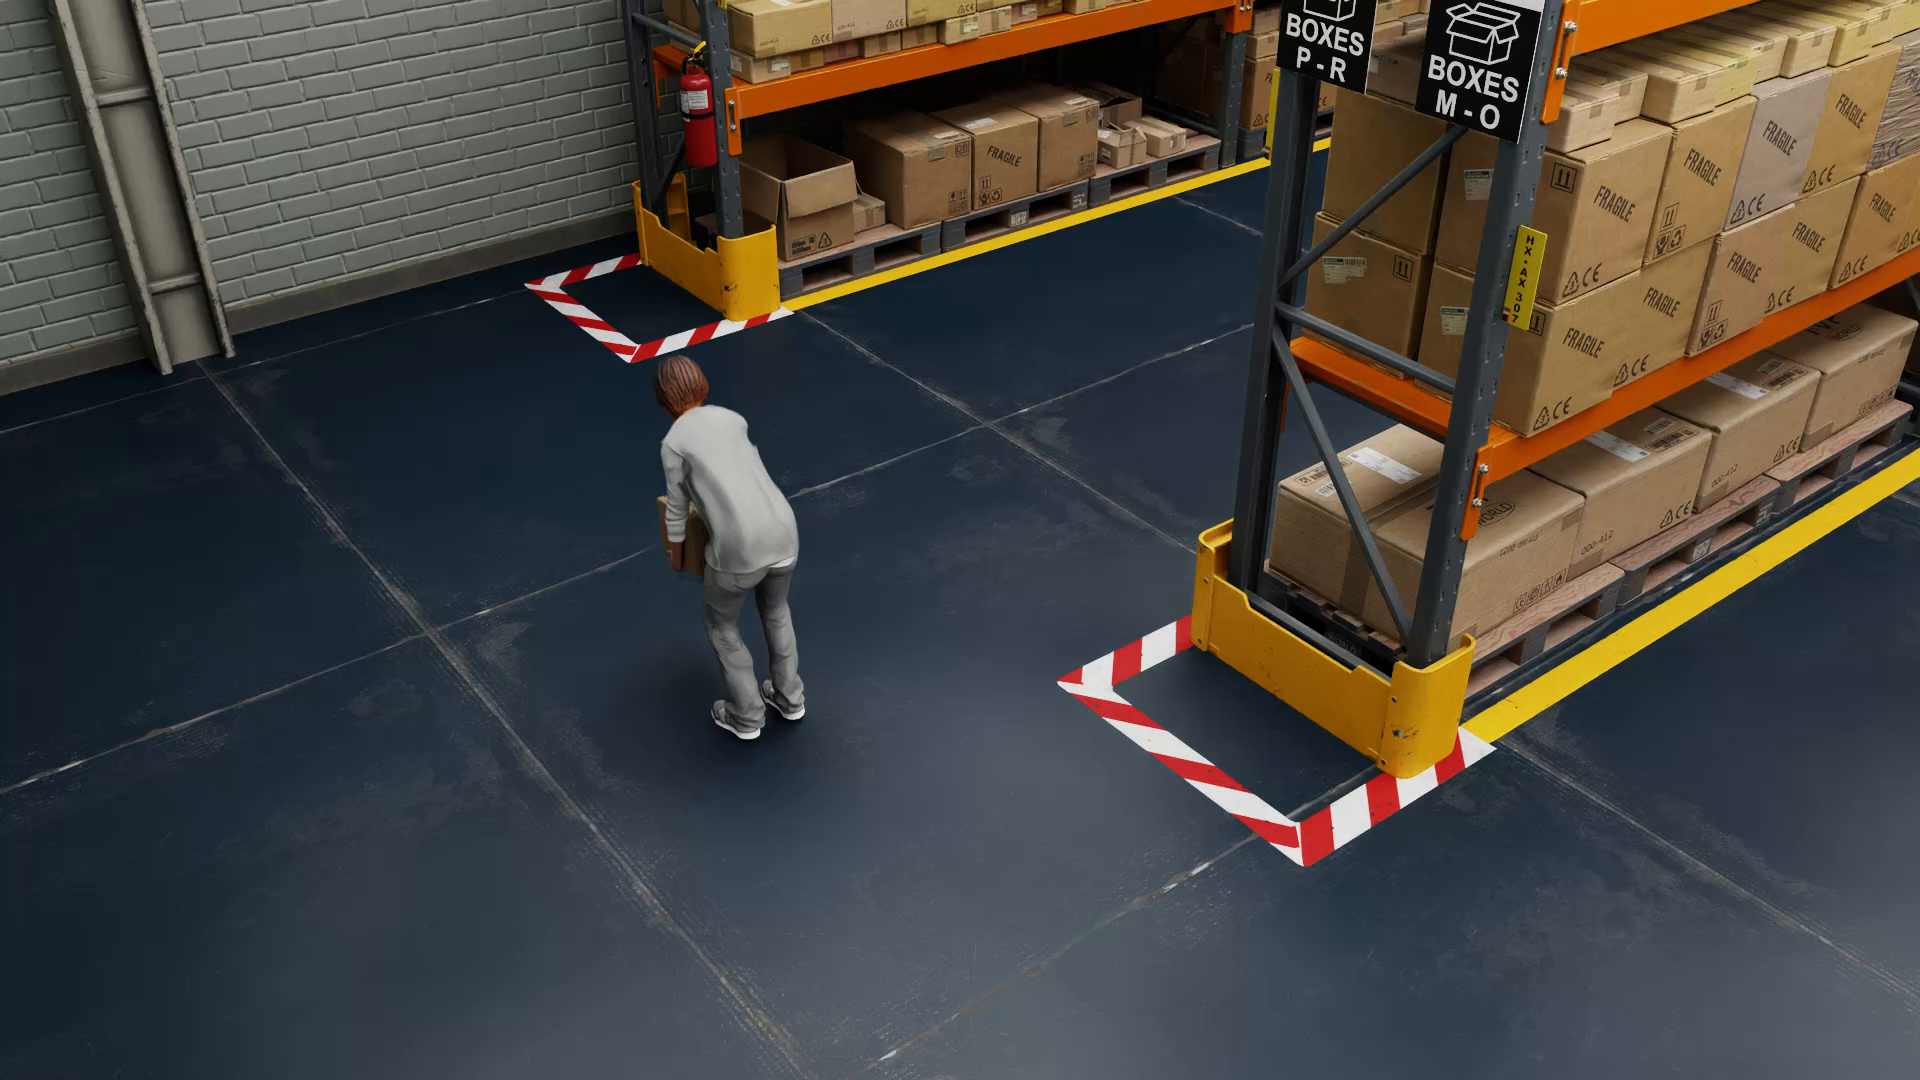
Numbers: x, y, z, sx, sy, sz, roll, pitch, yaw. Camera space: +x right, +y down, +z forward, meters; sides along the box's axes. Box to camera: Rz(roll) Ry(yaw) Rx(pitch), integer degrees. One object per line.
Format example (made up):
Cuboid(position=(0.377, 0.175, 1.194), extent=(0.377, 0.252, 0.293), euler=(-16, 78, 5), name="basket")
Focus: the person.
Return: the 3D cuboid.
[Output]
Cuboid(position=(-0.876, 0.045, 6.257), extent=(0.375, 1.409, 0.691), euler=(-23, 39, -32), name="person")
